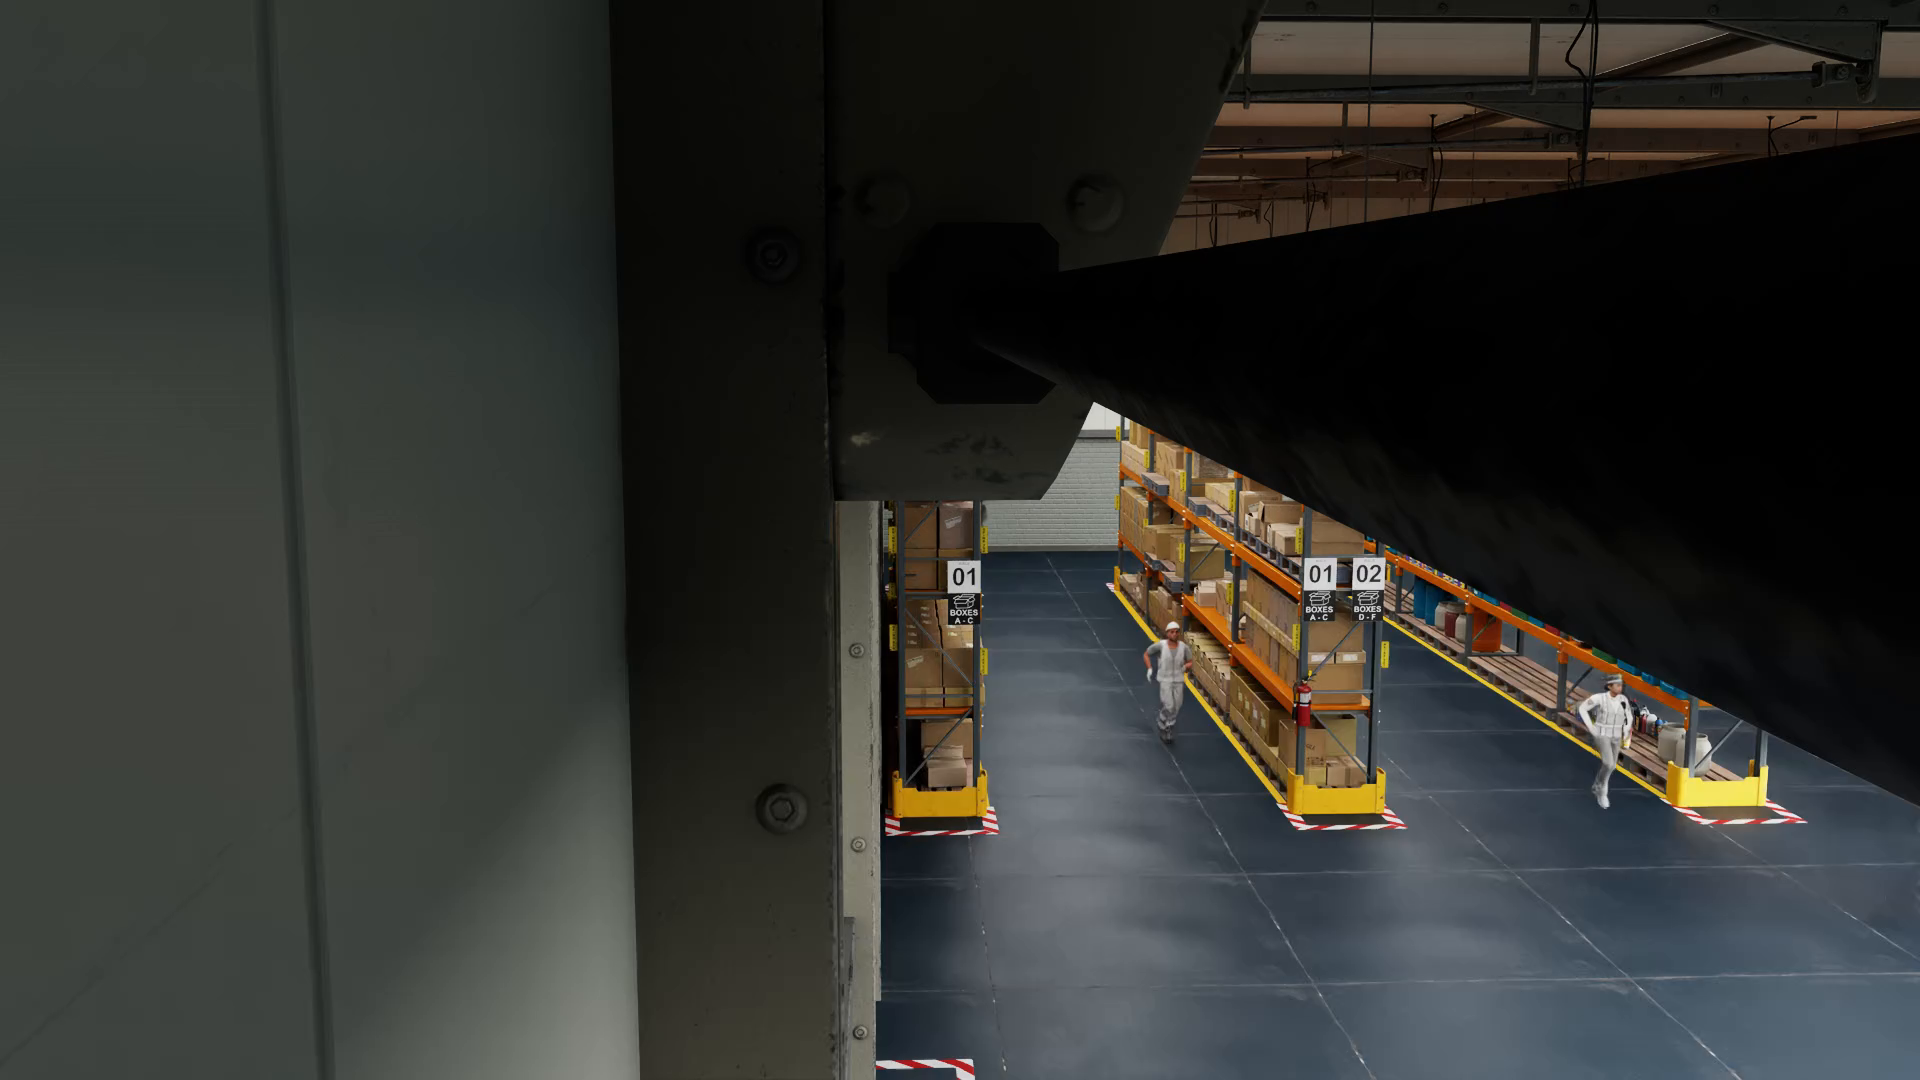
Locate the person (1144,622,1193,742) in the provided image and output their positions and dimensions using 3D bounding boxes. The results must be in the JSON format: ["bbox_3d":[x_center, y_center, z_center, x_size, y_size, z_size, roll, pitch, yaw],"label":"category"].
[{"bbox_3d":[3.019,2.041,23.743,0.652,1.752,0.641,-2,8,-12],"label":"person"}]

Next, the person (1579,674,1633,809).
[{"bbox_3d":[8.177,2.506,20.964,0.625,1.700,0.642,-1,8,-8],"label":"person"}]
